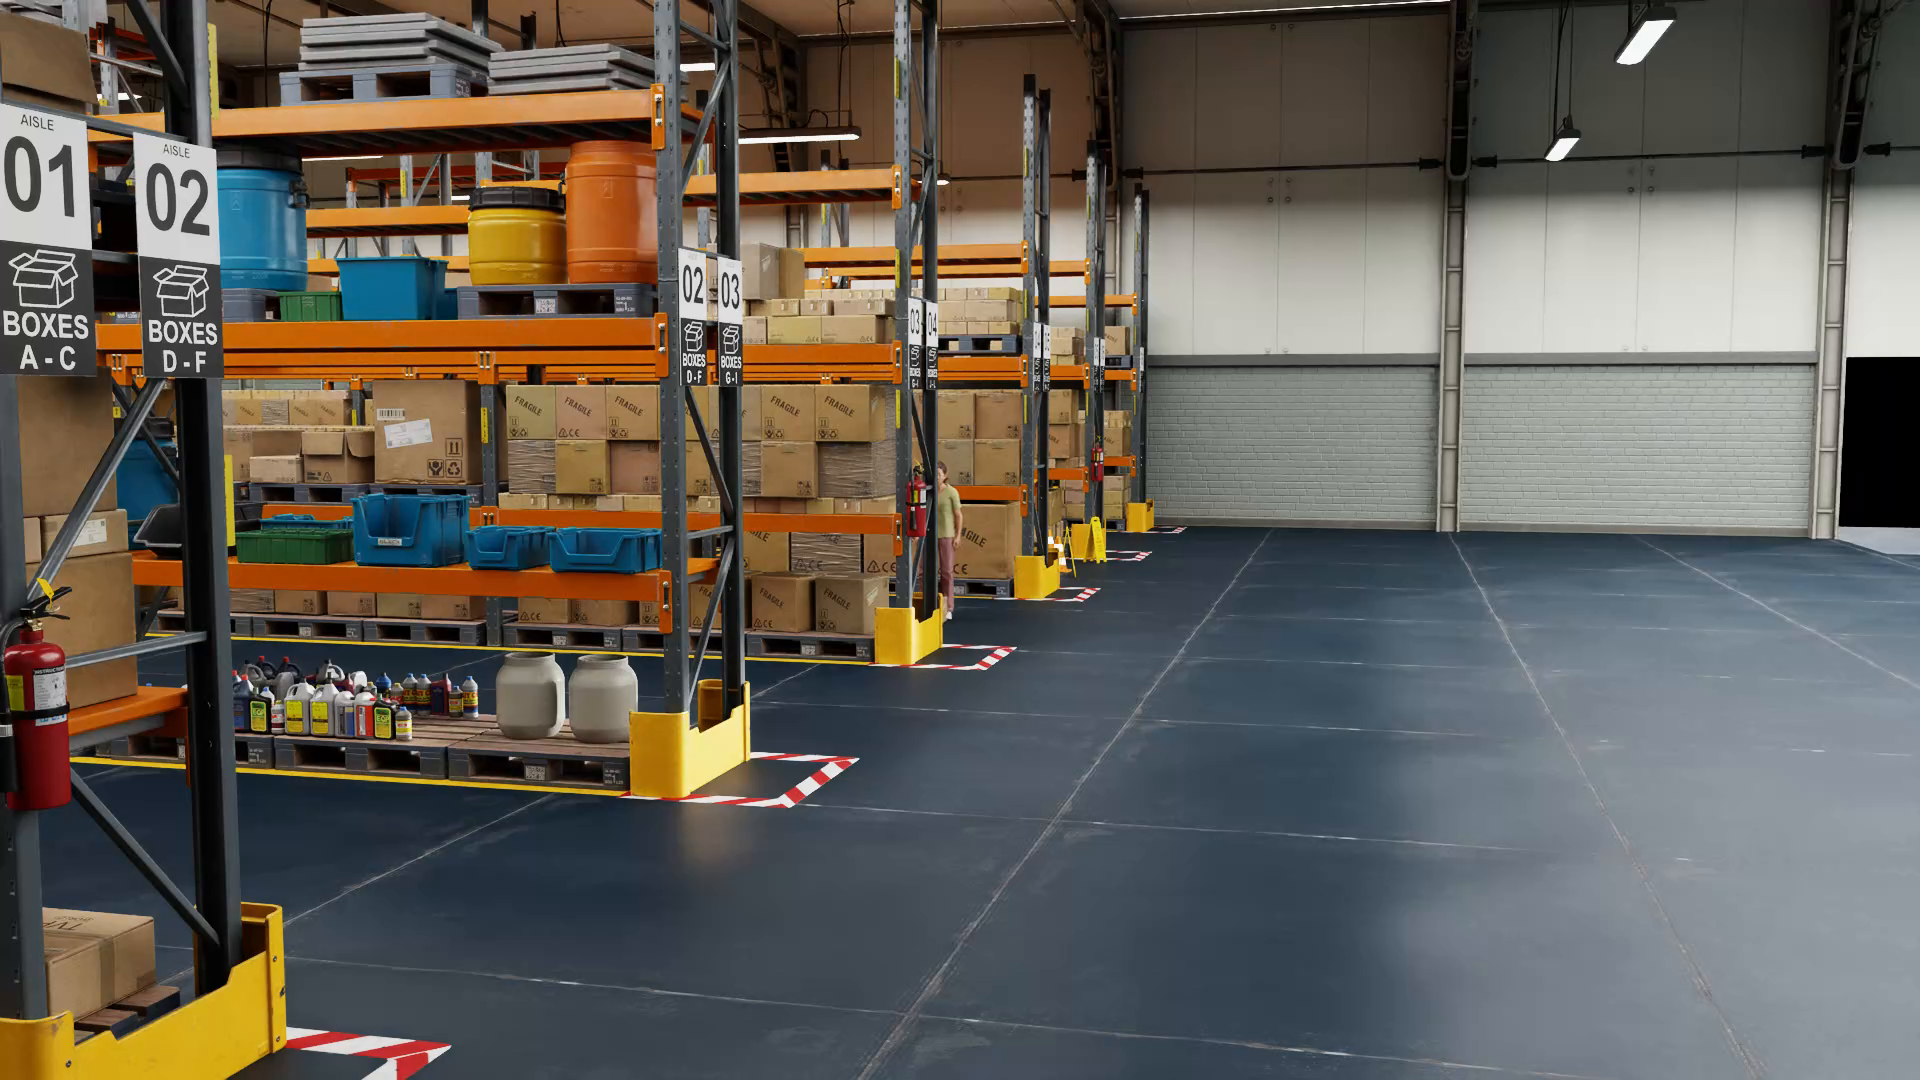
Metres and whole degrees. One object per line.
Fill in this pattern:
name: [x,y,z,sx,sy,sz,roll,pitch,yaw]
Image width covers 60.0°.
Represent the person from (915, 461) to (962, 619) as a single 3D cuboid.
person: [-0.234,-0.001,17.567,0.500,1.673,0.355,1,5,13]
